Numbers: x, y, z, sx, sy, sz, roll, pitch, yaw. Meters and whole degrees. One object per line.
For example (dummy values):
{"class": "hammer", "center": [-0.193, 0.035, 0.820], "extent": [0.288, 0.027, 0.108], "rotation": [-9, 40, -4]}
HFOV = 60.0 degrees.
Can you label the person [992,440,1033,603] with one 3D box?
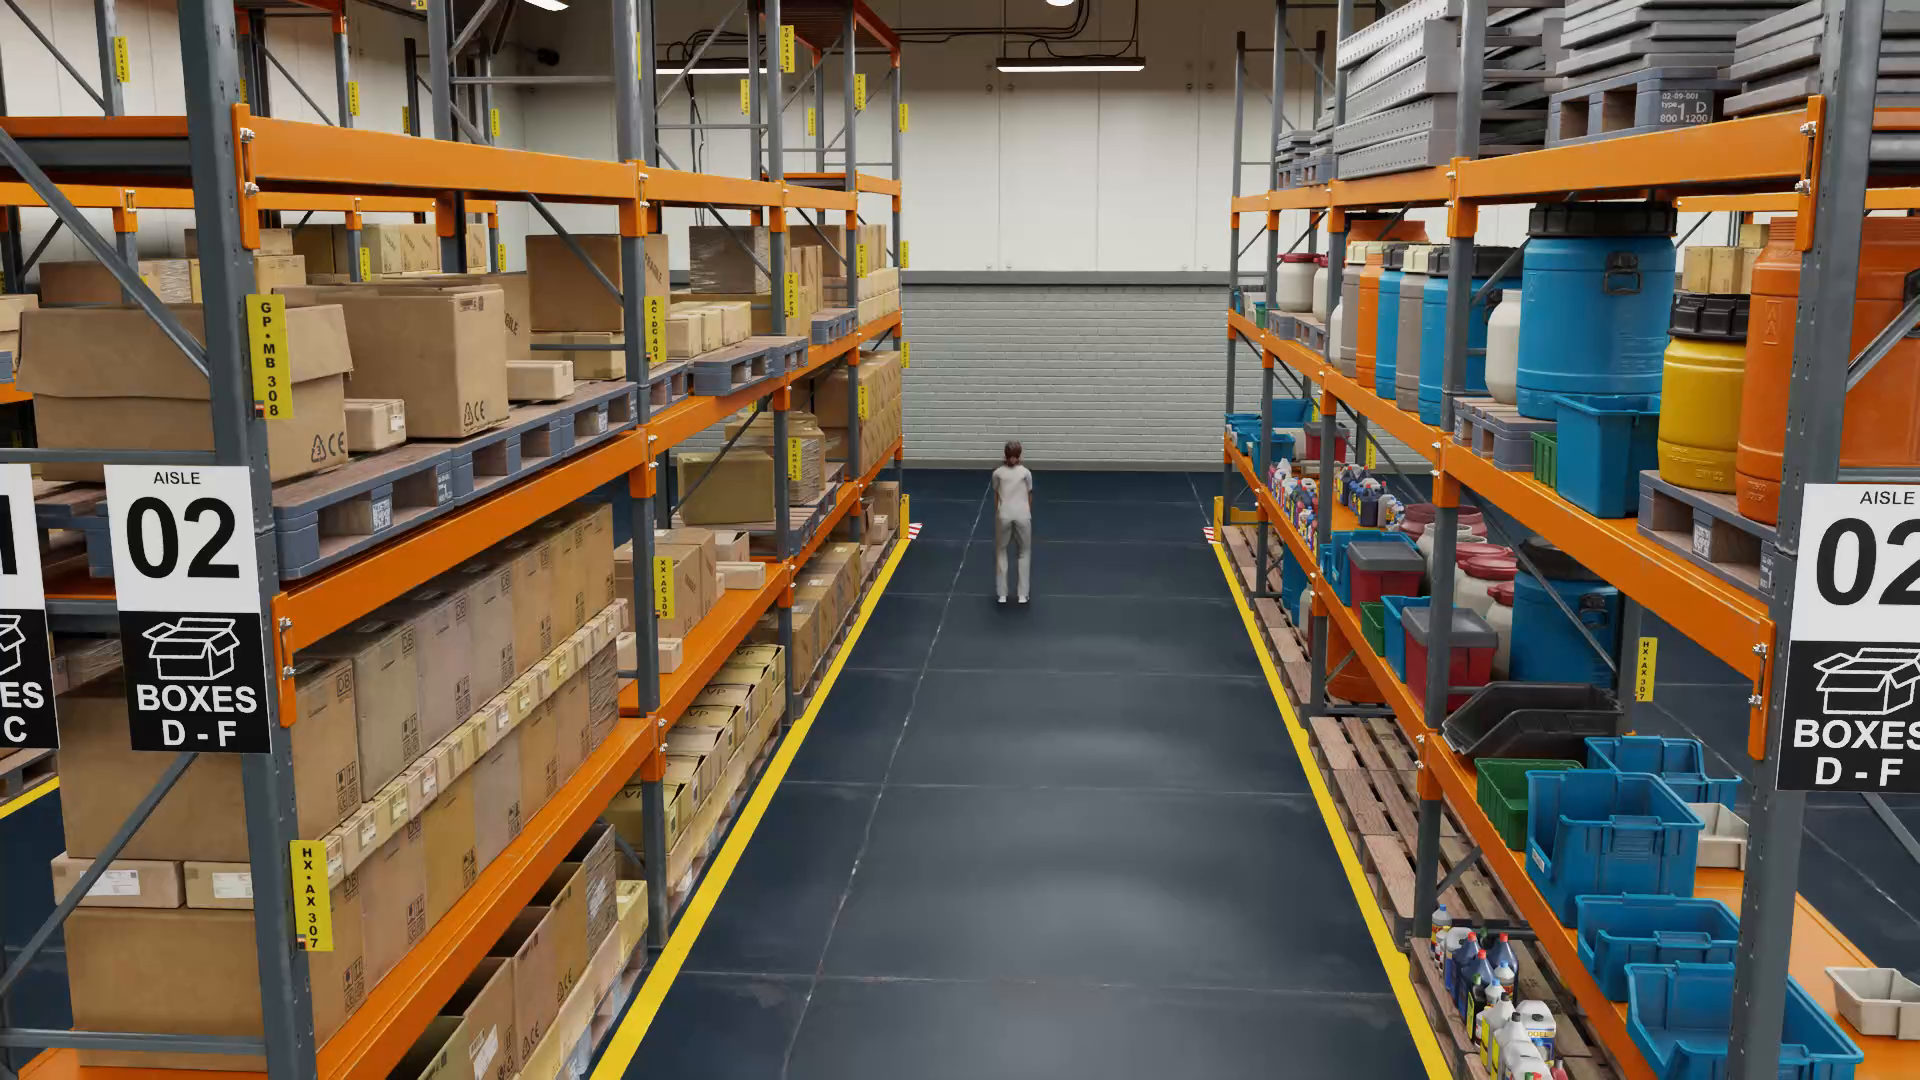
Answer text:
{"class": "person", "center": [0.536, -0.204, 17.046], "extent": [0.410, 1.664, 0.514], "rotation": [1, 11, 3]}
